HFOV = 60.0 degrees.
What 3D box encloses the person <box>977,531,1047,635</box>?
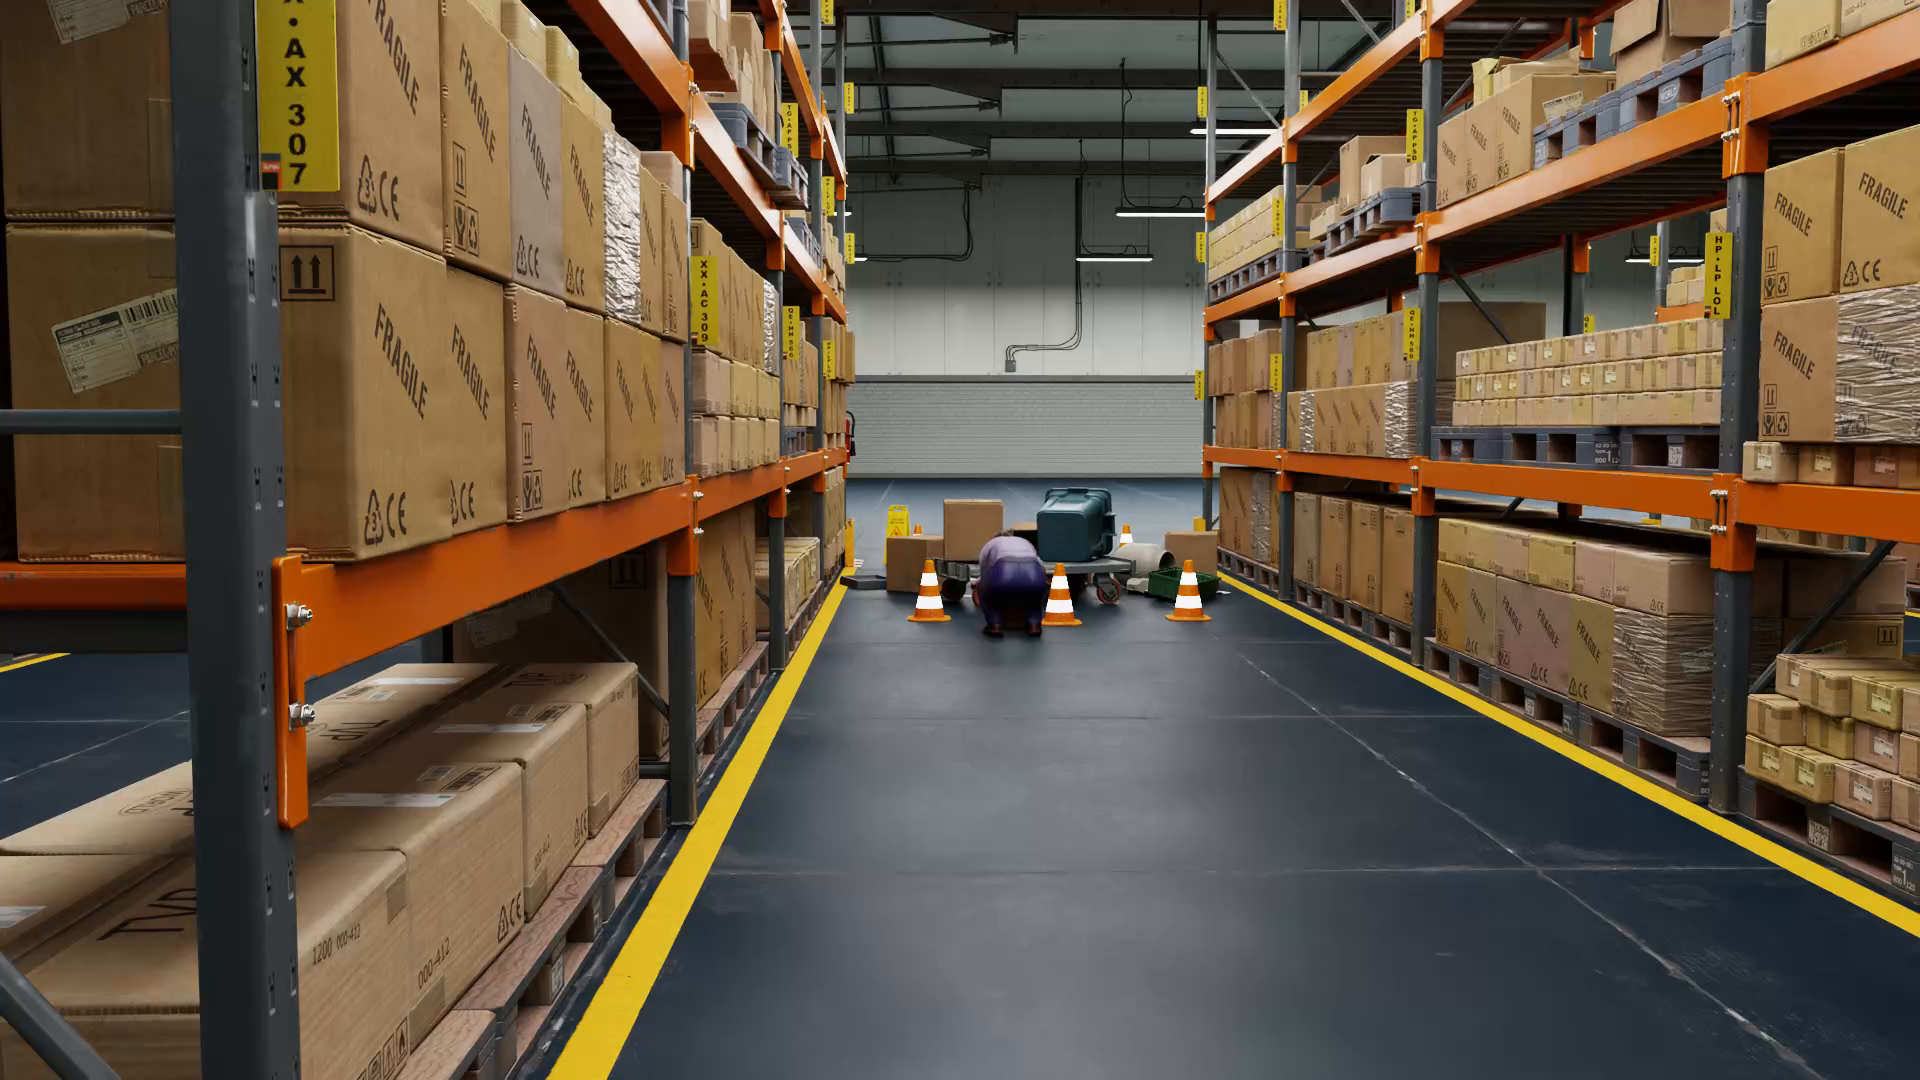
[{"bbox_3d":[0.383,0.331,12.275,0.515,0.773,0.871,0,4,-3],"label":"person"}]
